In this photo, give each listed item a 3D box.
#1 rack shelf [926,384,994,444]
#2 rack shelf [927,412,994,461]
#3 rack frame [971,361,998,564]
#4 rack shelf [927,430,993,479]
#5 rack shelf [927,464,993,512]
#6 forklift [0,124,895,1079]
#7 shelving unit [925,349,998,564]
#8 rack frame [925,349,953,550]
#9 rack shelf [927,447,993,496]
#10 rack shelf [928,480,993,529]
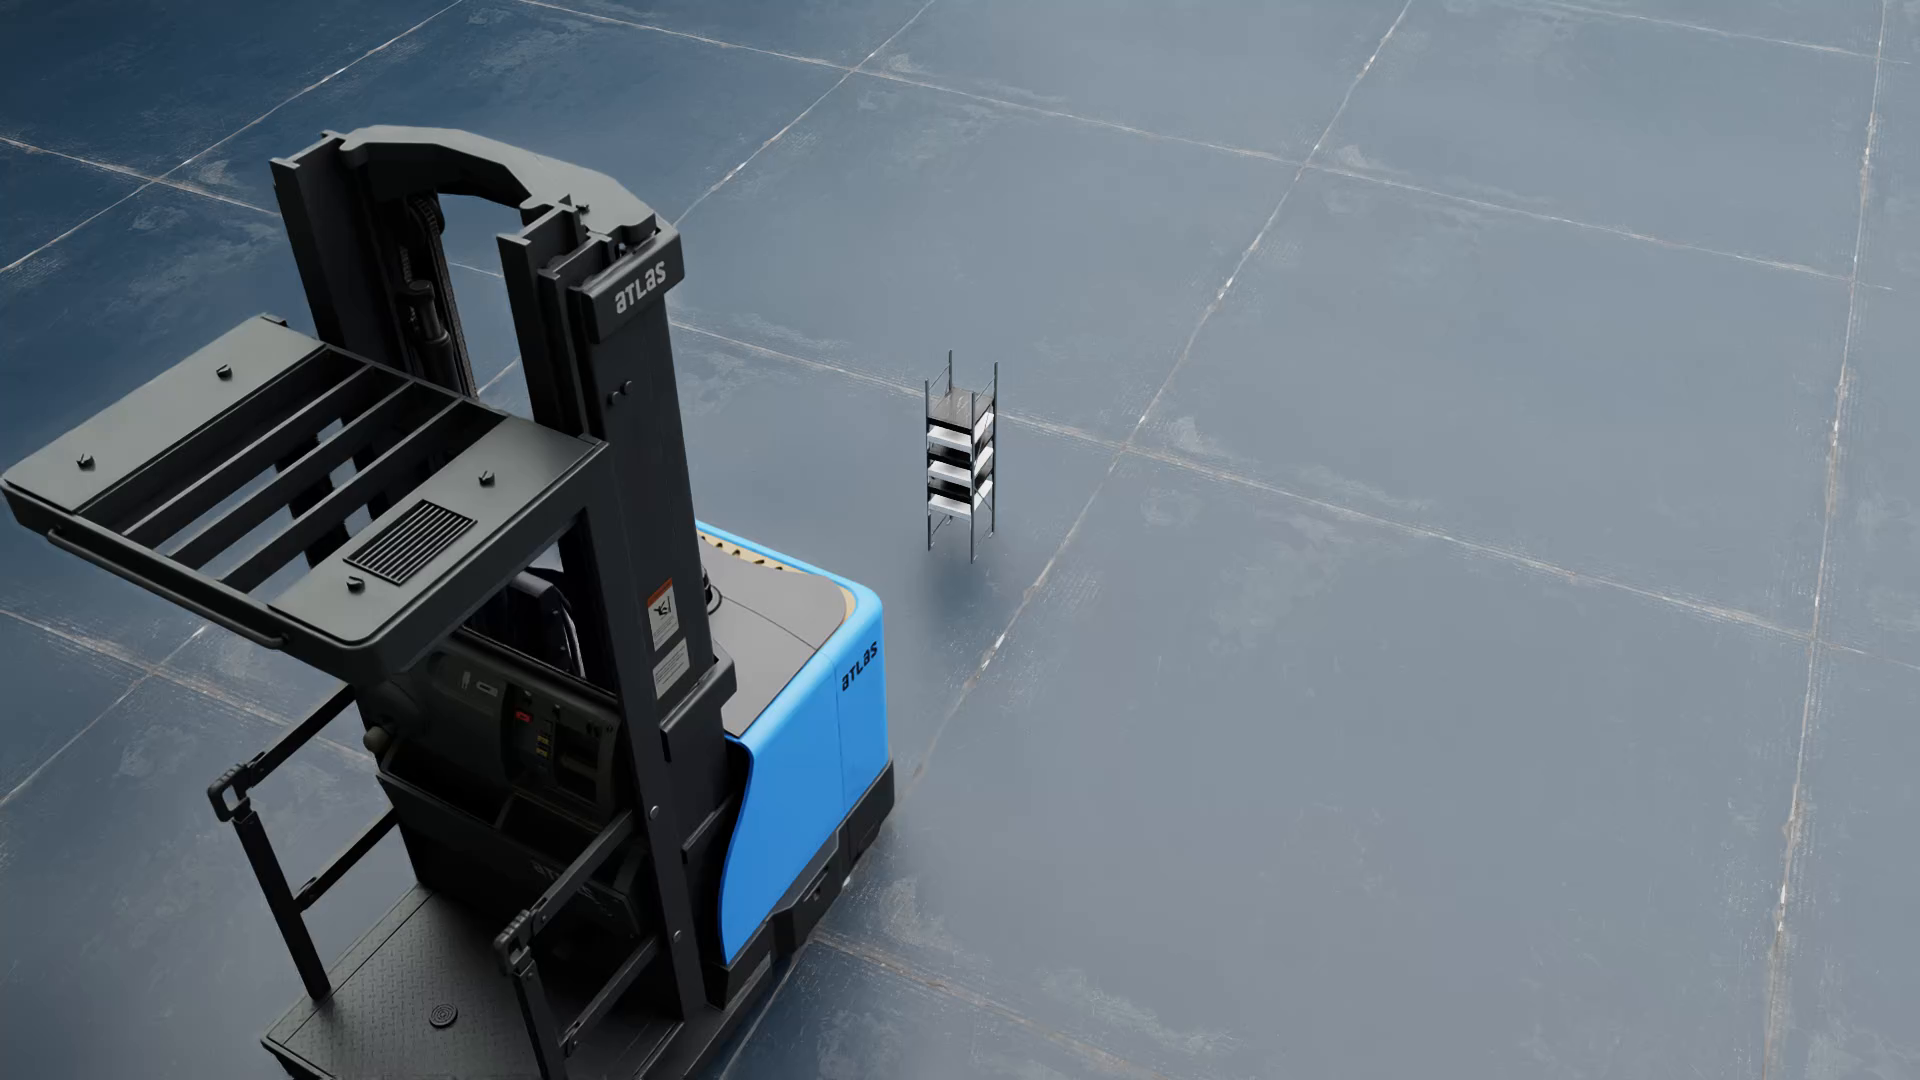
[{"bbox_3d":[0.007,-0.517,6.798,0.200,0.077,0.258,17,44,19],"label":"rack shelf"},{"bbox_3d":[0.007,-0.449,6.857,0.200,0.077,0.258,17,44,19],"label":"rack shelf"},{"bbox_3d":[0.099,-0.310,6.920,0.006,0.900,0.240,17,44,19],"label":"rack frame"},{"bbox_3d":[0.007,-0.381,6.916,0.200,0.077,0.258,17,44,19],"label":"rack shelf"},{"bbox_3d":[0.007,-0.245,7.033,0.200,0.077,0.258,17,44,19],"label":"rack shelf"},{"bbox_3d":[-1.401,0.559,4.367,1.130,2.935,3.031,20,45,22],"label":"forklift"},{"bbox_3d":[0.007,-0.338,6.953,0.210,0.900,0.258,17,44,19],"label":"shelving unit"},{"bbox_3d":[-0.085,-0.366,6.985,0.006,0.900,0.240,17,44,19],"label":"rack frame"},{"bbox_3d":[0.007,-0.313,6.974,0.200,0.077,0.258,17,44,19],"label":"rack shelf"},{"bbox_3d":[0.007,-0.177,7.092,0.200,0.077,0.258,17,44,19],"label":"rack shelf"}]
